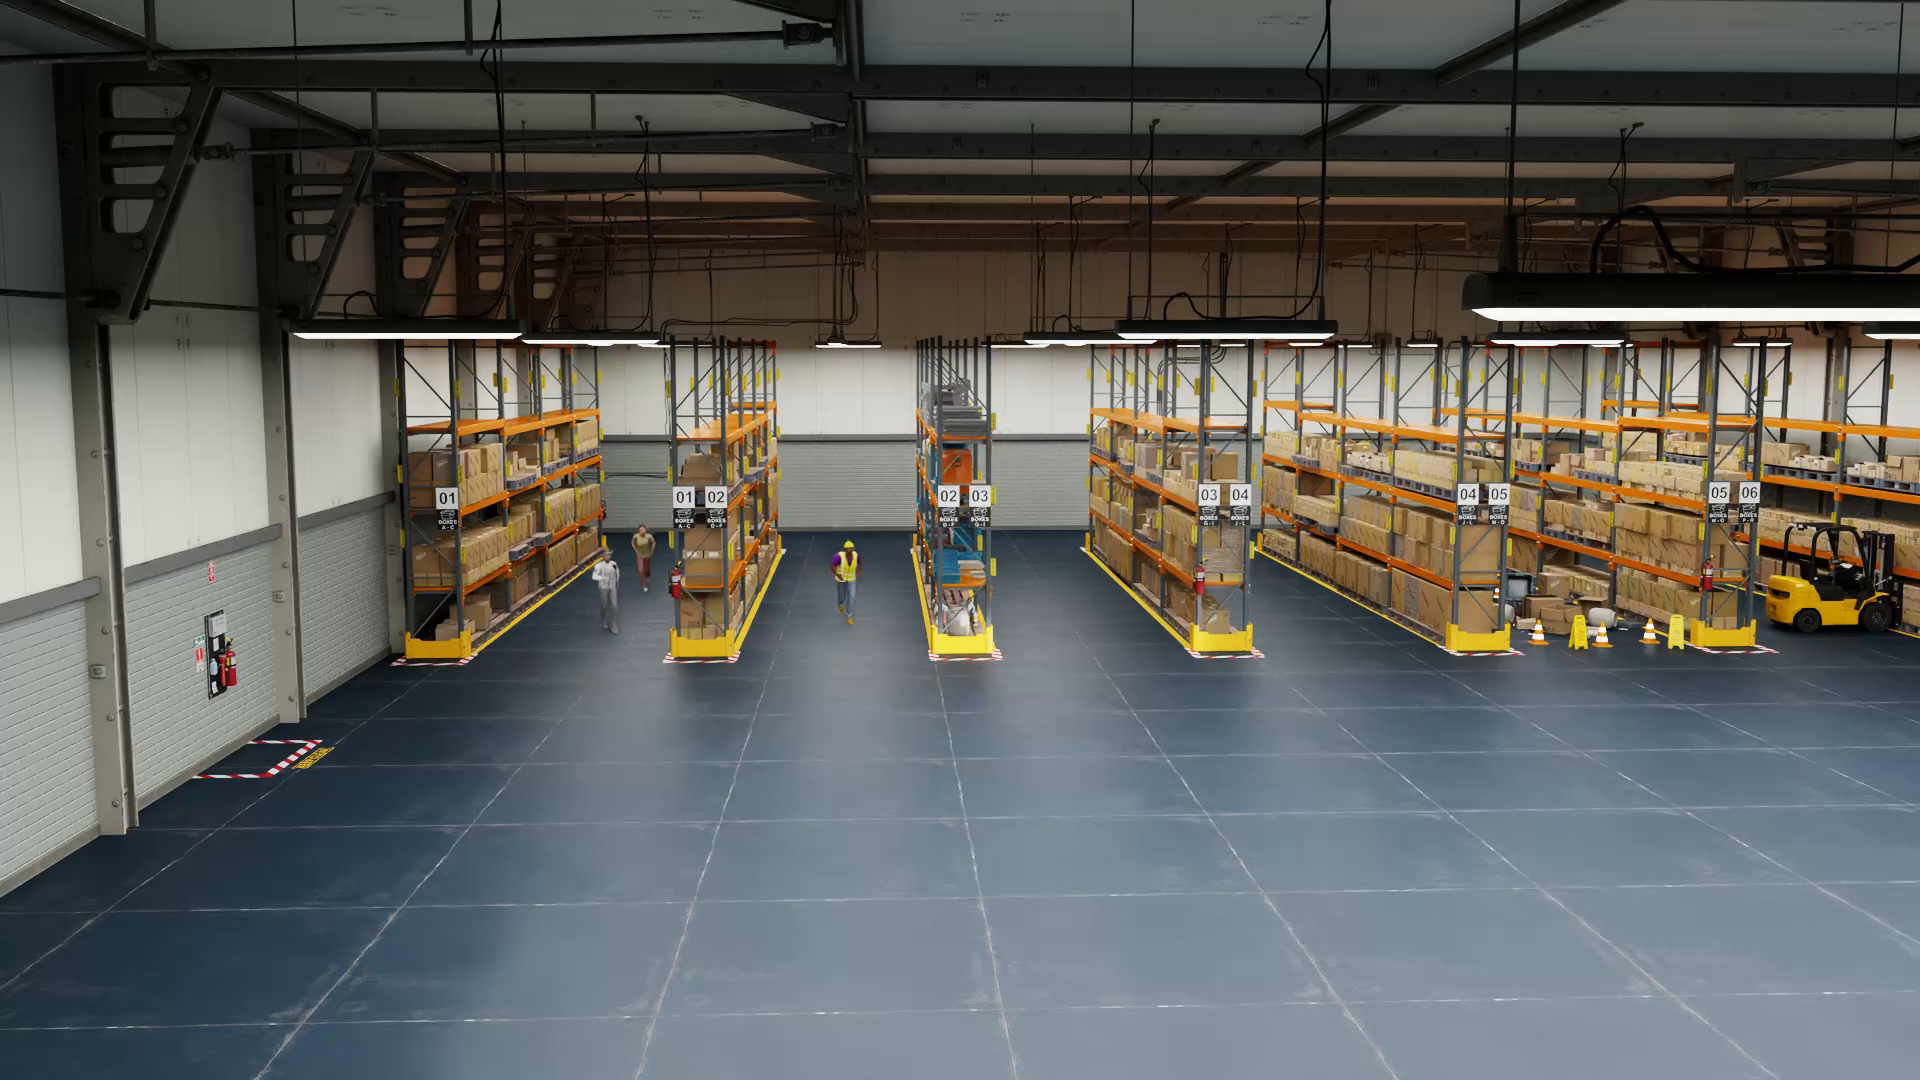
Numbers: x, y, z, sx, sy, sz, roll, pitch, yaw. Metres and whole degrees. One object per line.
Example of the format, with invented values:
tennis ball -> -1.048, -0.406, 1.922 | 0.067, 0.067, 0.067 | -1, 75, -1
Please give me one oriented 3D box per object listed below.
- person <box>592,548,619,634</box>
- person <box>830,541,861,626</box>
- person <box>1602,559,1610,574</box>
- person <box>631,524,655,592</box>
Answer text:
person -> -7.215, 1.024, 33.960 | 0.598, 1.743, 0.779 | -3, 7, -22
person -> -2.413, 0.876, 35.170 | 0.700, 1.753, 1.098 | -2, 7, -15
person -> 16.107, 0.286, 41.094 | 0.530, 1.552, 0.553 | -1, 7, -8
person -> -7.594, 0.403, 39.957 | 0.555, 1.616, 0.786 | 0, 6, -3
